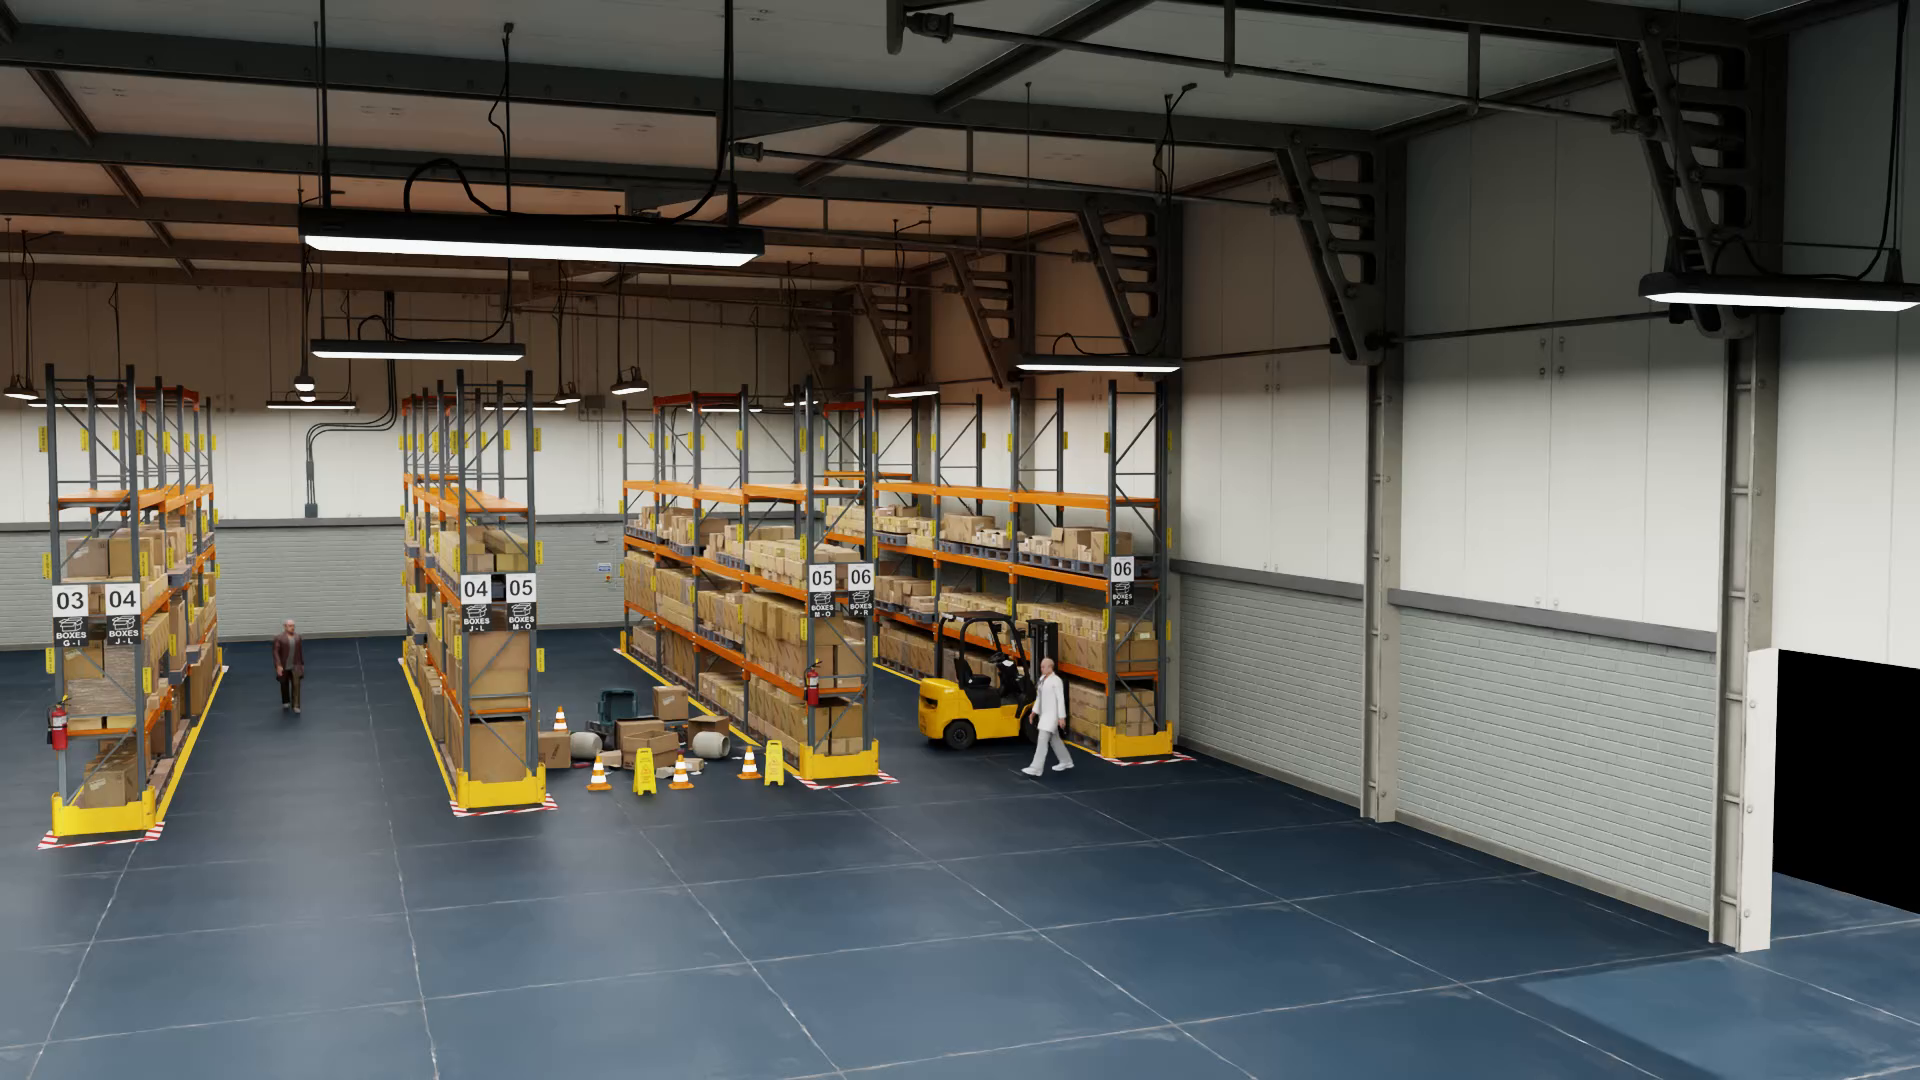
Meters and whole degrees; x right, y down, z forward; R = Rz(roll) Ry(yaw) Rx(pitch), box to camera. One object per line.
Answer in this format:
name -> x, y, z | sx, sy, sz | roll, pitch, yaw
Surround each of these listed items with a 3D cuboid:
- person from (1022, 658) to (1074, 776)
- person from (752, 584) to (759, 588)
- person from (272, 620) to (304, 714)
person -> 1.316, 2.660, 25.134 | 0.953, 1.757, 0.584 | -1, 4, -18
person -> -4.982, 1.815, 40.868 | 0.779, 1.563, 0.471 | -1, 3, -11
person -> -12.394, 2.333, 30.671 | 0.556, 1.716, 1.170 | -2, 4, -24
